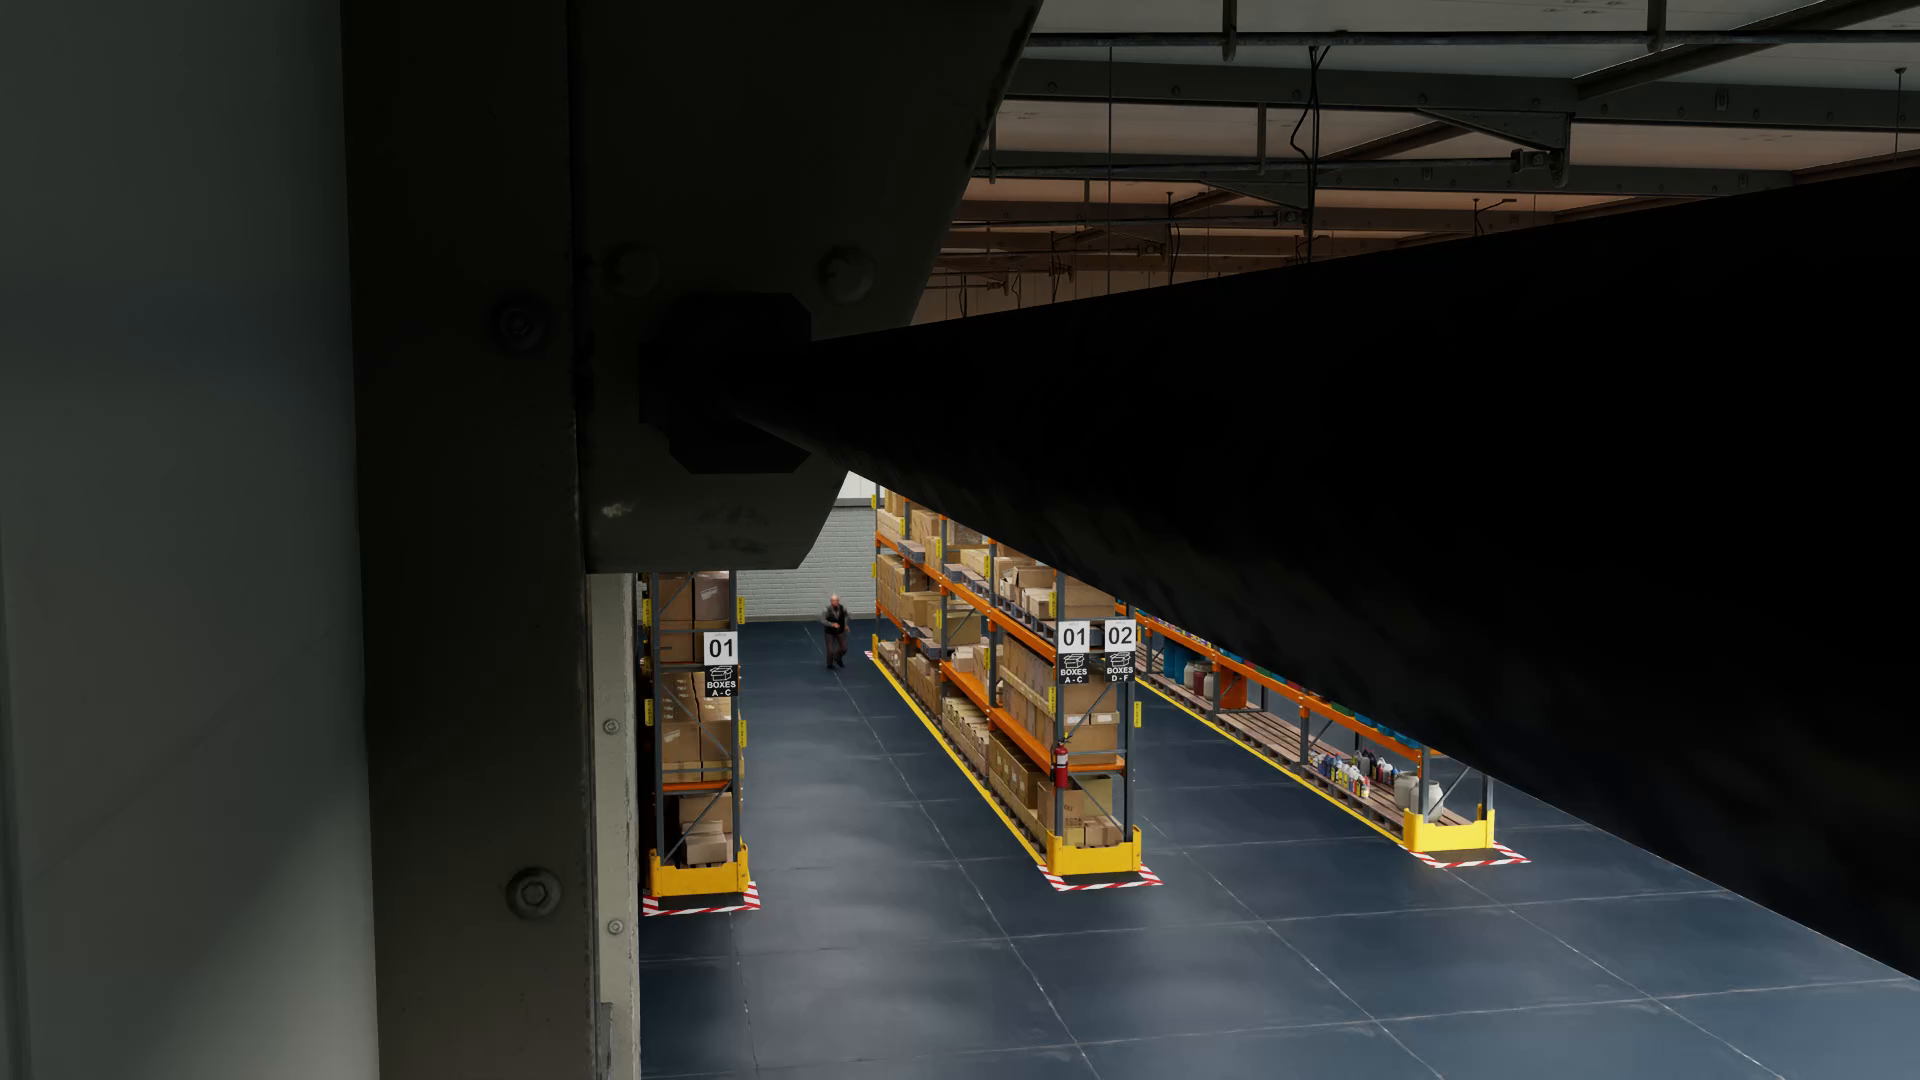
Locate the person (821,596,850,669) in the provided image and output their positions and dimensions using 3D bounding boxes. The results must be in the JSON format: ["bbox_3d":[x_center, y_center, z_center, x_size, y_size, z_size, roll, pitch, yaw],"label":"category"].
[{"bbox_3d":[-2.613,1.948,34.895,0.653,1.614,0.840,-2,6,-19],"label":"person"}]
